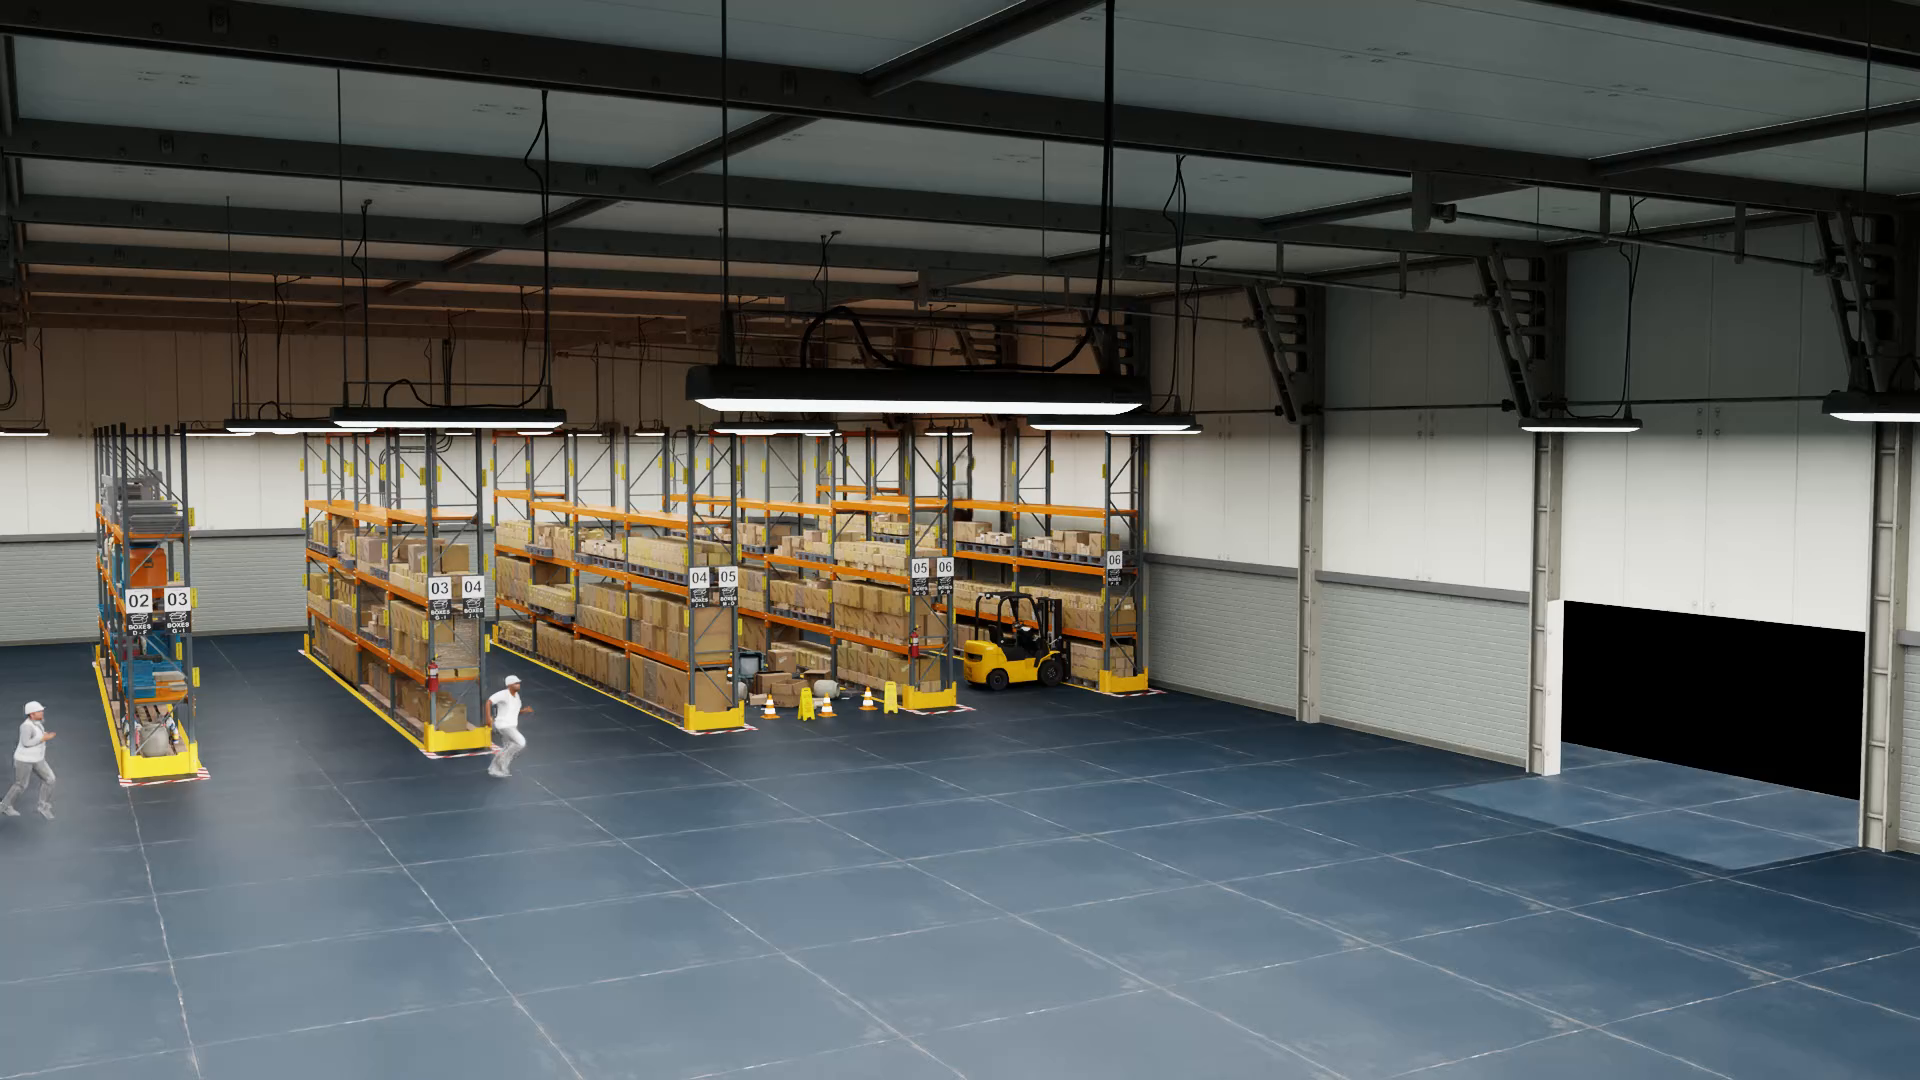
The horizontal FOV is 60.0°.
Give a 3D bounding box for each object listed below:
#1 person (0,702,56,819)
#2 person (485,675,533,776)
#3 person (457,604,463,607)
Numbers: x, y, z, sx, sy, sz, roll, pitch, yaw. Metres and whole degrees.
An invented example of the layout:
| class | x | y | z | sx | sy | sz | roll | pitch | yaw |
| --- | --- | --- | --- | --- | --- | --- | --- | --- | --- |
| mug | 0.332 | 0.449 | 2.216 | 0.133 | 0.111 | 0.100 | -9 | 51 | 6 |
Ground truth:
| class | x | y | z | sx | sy | sz | roll | pitch | yaw |
| --- | --- | --- | --- | --- | --- | --- | --- | --- | --- |
| person | -14.010 | 3.343 | 24.985 | 0.857 | 1.843 | 0.638 | 0 | 3 | -1 |
| person | -7.613 | 3.143 | 28.093 | 0.752 | 1.707 | 0.744 | 1 | 4 | 10 |
| person | -13.220 | 2.296 | 43.560 | 0.555 | 1.617 | 0.787 | -2 | 4 | -27 |
